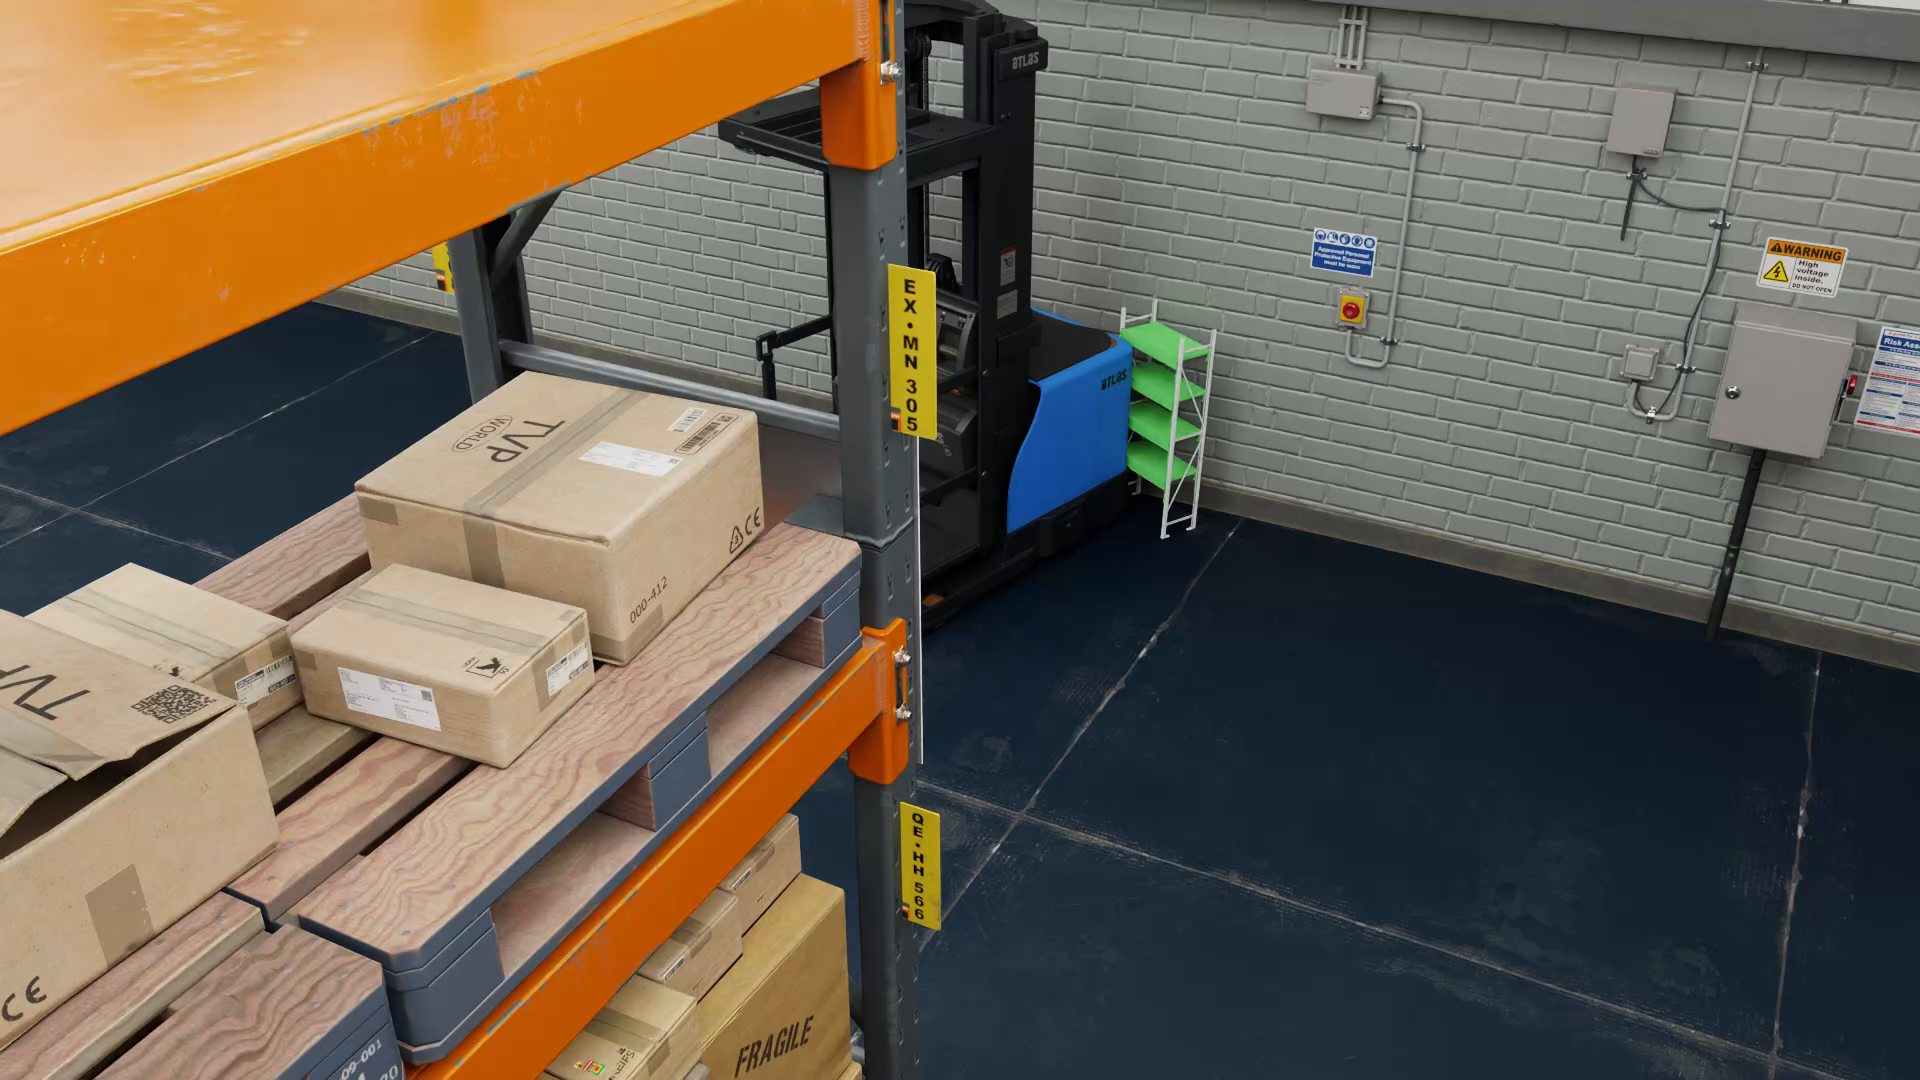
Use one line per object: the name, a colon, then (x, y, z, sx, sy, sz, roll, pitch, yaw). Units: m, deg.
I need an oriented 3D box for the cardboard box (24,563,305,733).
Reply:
cardboard box: (-1.265, 0.197, 2.612, 0.380, 0.149, 0.250, 16, 33, 25)

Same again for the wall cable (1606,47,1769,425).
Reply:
wall cable: (3.251, -1.445, 7.733, 0.588, 1.984, 0.122, 14, 33, 23)

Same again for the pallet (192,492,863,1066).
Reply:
pallet: (-0.894, 0.253, 2.874, 1.003, 0.211, 1.213, 14, 33, 23)

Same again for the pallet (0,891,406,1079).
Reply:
pallet: (-1.448, 0.796, 1.928, 1.003, 0.211, 1.213, 14, 33, 23)

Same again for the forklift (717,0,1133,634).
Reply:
forklift: (-0.429, -1.046, 8.128, 1.130, 2.935, 3.031, 25, 38, 37)

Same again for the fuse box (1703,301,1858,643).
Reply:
fuse box: (3.787, -0.221, 7.916, 0.539, 1.711, 0.414, 14, 33, 23)

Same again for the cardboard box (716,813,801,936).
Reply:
cardboard box: (-0.550, 0.631, 3.384, 0.380, 0.149, 0.250, 15, 33, 24)

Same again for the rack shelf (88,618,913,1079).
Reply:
rack shelf: (-1.476, 1.082, 2.063, 1.077, 0.370, 4.000, 14, 33, 23)

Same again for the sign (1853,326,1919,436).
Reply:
sign: (4.321, -0.718, 7.583, 0.329, 0.494, 0.001, 14, 33, 23)

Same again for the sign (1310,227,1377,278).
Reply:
sign: (1.968, -1.476, 8.536, 0.327, 0.218, 0.001, 14, 33, 23)

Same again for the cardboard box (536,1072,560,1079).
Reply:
cardboard box: (-0.838, 0.985, 2.768, 0.380, 0.149, 0.250, 15, 33, 24)

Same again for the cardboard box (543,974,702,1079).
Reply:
cardboard box: (-0.687, 0.882, 2.946, 0.380, 0.149, 0.250, 14, 33, 23)

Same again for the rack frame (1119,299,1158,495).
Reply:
rack frame: (0.965, -0.767, 9.365, 0.240, 1.200, 0.015, -17, 35, -29)

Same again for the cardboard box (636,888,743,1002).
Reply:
cardboard box: (-0.644, 0.749, 3.178, 0.380, 0.149, 0.250, 15, 33, 24)

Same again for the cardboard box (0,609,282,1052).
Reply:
cardboard box: (-1.291, 0.349, 2.185, 0.500, 0.311, 0.500, 15, 33, 24)

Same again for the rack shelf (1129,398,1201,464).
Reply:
rack shelf: (1.099, -0.608, 9.223, 0.258, 0.148, 0.480, -17, 35, -29)

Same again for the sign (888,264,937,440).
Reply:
sign: (-0.088, -0.337, 3.002, 0.100, 0.325, 0.005, 14, 33, 23)

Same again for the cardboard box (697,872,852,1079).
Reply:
cardboard box: (-0.573, 0.975, 3.435, 0.500, 0.500, 0.500, 15, 33, 25)

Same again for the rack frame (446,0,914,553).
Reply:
rack frame: (-0.565, -1.417, 2.681, 1.000, 3.000, 0.127, 14, 33, 23)

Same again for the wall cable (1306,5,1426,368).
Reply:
wall cable: (1.983, -1.775, 8.277, 0.585, 1.953, 0.123, 14, 33, 23)

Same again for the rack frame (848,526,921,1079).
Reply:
rack frame: (-0.565, 1.184, 4.175, 1.000, 3.000, 0.127, 14, 33, 23)

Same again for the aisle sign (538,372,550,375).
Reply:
aisle sign: (-0.790, -0.041, 3.698, 0.394, 0.787, 0.004, 14, 33, 23)

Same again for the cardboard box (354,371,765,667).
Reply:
cardboard box: (-0.690, -0.057, 2.953, 0.500, 0.250, 0.500, 11, 32, 19)

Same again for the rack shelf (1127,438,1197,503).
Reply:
rack shelf: (1.093, -0.399, 9.342, 0.258, 0.148, 0.480, -17, 35, -29)

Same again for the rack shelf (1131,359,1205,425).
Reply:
rack shelf: (1.105, -0.816, 9.103, 0.258, 0.148, 0.480, -17, 35, -29)

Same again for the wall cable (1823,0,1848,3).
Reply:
wall cable: (4.907, -3.198, 5.746, 2.988, 3.039, 0.133, 14, 33, 23)

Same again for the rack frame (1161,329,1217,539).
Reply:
rack frame: (1.236, -0.559, 9.016, 0.240, 1.200, 0.015, -17, 35, -29)

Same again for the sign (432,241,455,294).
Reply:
sign: (-1.056, -0.658, 3.415, 0.100, 0.325, 0.005, 14, 33, 23)

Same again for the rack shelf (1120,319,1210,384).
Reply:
rack shelf: (1.111, -1.024, 8.984, 0.258, 0.148, 0.480, -17, 35, -29)

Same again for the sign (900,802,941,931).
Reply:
sign: (-0.088, 0.709, 3.603, 0.100, 0.325, 0.005, 14, 33, 23)

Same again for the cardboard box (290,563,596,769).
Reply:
cardboard box: (-0.810, 0.191, 2.623, 0.380, 0.149, 0.250, 12, 32, 19)

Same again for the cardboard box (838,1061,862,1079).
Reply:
cardboard box: (-0.549, 1.415, 3.673, 0.500, 0.500, 0.500, 14, 33, 24)

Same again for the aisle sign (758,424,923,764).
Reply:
aisle sign: (-0.256, 0.096, 3.461, 0.394, 0.787, 0.004, 14, 33, 23)

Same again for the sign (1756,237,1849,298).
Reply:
sign: (3.832, -1.242, 7.571, 0.339, 0.242, 0.001, 14, 33, 23)

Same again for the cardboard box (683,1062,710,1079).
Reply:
cardboard box: (-0.785, 1.214, 3.020, 0.500, 0.500, 0.500, 14, 33, 23)

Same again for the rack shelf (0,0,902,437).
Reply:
rack shelf: (-1.476, -0.045, 1.416, 1.077, 0.370, 4.000, 14, 33, 23)

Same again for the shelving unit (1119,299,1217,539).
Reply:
shelving unit: (1.101, -0.663, 9.191, 0.258, 1.200, 0.503, -17, 35, -29)
